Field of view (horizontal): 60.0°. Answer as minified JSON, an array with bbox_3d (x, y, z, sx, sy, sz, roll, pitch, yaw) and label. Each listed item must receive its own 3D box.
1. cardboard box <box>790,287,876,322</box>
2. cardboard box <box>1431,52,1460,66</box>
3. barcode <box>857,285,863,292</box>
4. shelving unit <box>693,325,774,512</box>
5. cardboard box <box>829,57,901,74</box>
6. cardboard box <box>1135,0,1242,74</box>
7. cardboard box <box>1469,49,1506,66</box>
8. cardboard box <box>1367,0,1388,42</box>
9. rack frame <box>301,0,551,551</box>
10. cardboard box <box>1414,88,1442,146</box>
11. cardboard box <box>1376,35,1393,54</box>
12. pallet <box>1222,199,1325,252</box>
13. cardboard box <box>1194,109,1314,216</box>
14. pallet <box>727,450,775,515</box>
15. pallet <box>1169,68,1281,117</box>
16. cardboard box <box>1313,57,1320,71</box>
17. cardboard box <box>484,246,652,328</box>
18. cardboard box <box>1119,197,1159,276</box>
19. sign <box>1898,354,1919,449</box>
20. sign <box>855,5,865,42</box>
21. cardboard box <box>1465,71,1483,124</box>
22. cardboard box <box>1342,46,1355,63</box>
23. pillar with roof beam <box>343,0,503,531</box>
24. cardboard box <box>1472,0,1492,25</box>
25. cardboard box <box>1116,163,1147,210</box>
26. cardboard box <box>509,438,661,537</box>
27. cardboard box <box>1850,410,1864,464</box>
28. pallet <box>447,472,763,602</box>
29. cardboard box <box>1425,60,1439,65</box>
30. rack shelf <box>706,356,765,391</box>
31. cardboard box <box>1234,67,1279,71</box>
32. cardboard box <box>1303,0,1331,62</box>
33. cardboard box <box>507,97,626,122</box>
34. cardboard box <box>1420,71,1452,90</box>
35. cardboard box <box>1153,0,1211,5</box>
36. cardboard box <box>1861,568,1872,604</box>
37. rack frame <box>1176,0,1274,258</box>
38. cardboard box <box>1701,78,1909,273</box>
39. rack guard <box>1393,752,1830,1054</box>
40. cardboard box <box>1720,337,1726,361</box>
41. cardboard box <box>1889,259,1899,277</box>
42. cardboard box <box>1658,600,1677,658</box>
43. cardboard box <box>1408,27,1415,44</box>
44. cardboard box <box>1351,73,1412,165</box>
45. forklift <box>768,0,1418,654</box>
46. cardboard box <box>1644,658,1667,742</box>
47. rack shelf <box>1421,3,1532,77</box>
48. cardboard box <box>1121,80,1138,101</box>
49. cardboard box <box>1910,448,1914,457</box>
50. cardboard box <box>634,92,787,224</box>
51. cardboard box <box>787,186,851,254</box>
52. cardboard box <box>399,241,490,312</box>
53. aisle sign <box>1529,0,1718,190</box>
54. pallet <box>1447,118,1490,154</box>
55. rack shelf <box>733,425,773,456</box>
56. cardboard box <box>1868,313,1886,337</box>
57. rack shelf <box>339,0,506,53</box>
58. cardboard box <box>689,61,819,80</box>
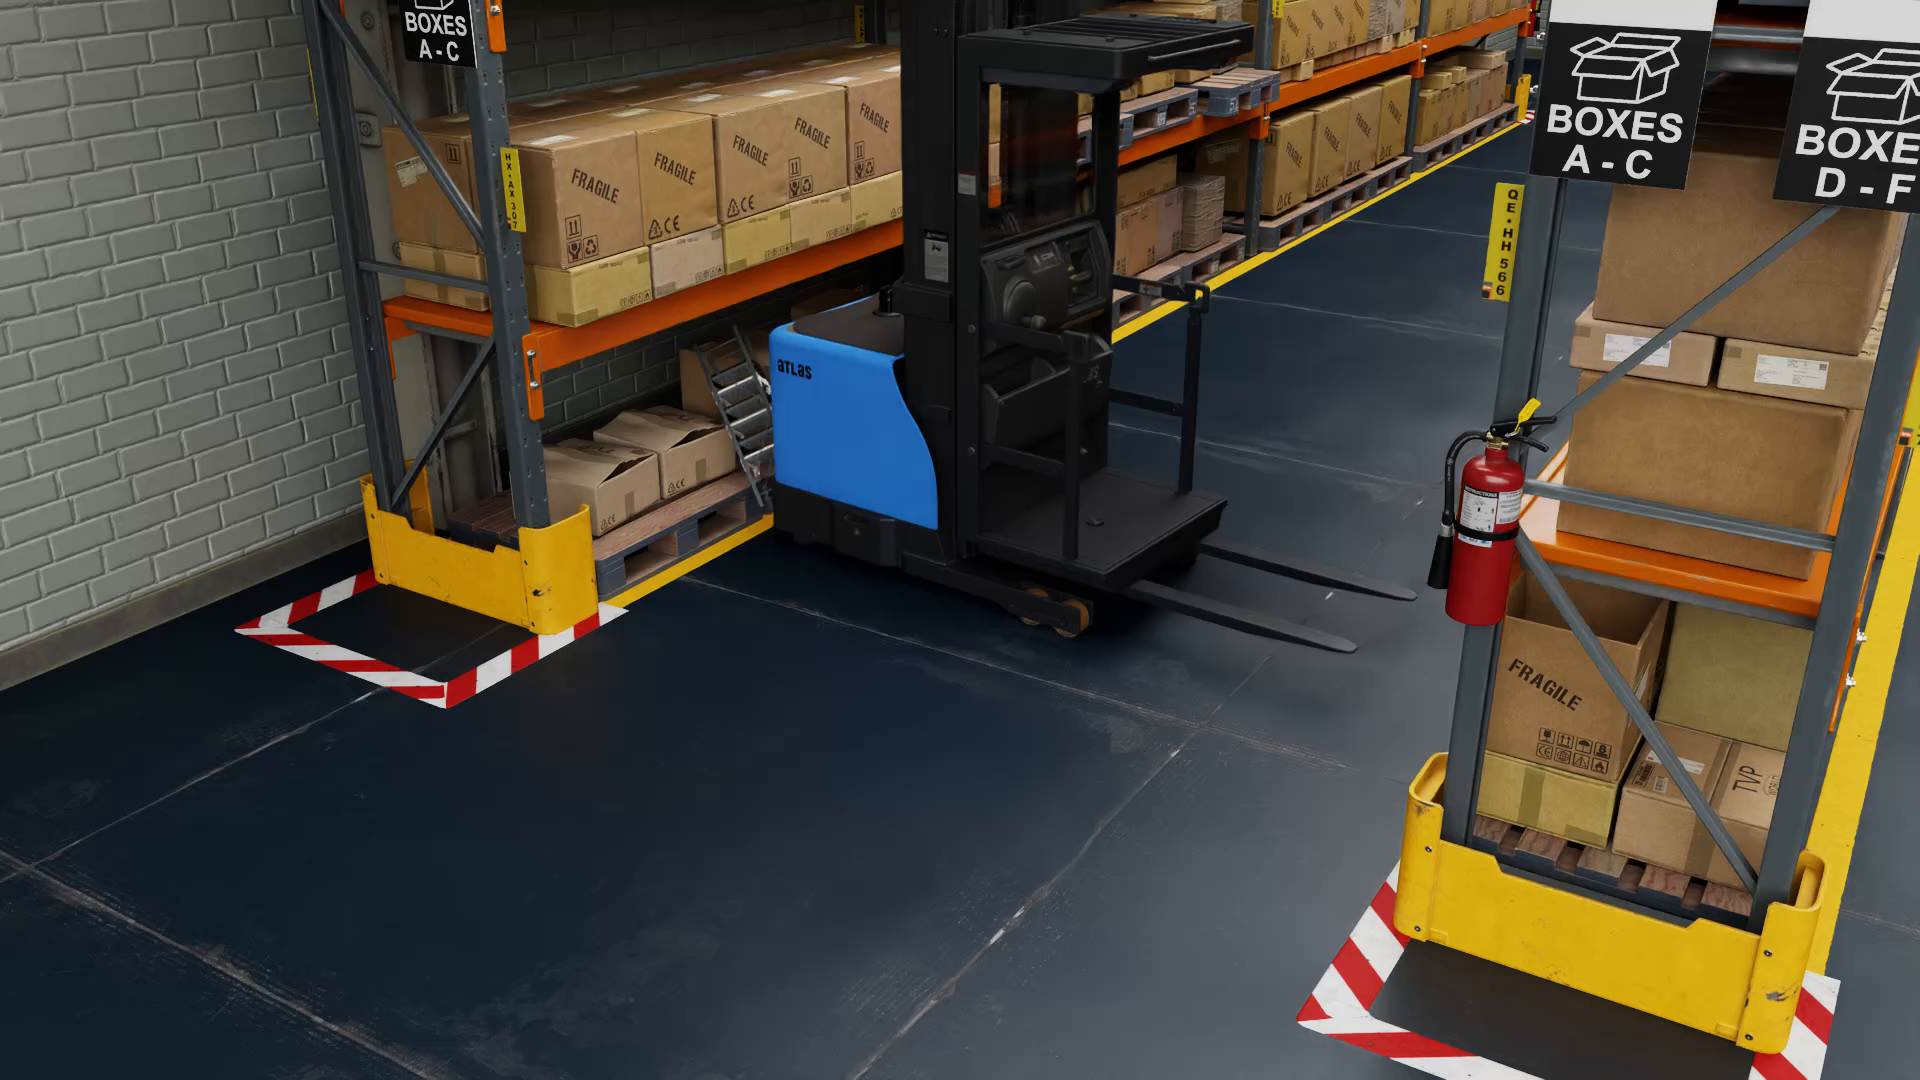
[{"bbox_3d":[-0.638,-1.150,9.724,0.500,0.500,0.500,12,26,25],"label":"cardboard box"},{"bbox_3d":[5.418,-5.419,18.793,0.380,0.149,0.250,14,27,29],"label":"cardboard box"},{"bbox_3d":[-0.614,-1.524,10.184,0.001,0.075,0.075,14,27,29],"label":"barcode"},{"bbox_3d":[-1.041,-0.609,8.382,0.258,0.900,0.210,-24,-7,5],"label":"shelving unit"},{"bbox_3d":[-0.370,-2.344,9.110,0.500,0.500,0.500,14,27,29],"label":"cardboard box"},{"bbox_3d":[1.746,-3.891,12.783,0.700,0.500,0.500,11,26,23],"label":"cardboard box"},{"bbox_3d":[6.008,-5.509,19.001,0.380,0.149,0.250,14,27,28],"label":"cardboard box"},{"bbox_3d":[3.533,-4.795,15.025,0.500,0.500,0.500,14,27,29],"label":"cardboard box"},{"bbox_3d":[-2.235,-1.104,7.024,1.000,3.000,0.127,14,27,29],"label":"rack frame"},{"bbox_3d":[4.577,-4.431,17.327,0.700,0.500,0.500,14,27,30],"label":"cardboard box"},{"bbox_3d":[3.780,-4.605,15.403,0.380,0.149,0.250,14,27,29],"label":"cardboard box"},{"bbox_3d":[2.465,-2.775,14.394,1.003,0.211,1.213,14,27,29],"label":"pallet"},{"bbox_3d":[2.484,-3.231,14.115,0.750,0.750,0.750,13,27,28],"label":"cardboard box"},{"bbox_3d":[-1.092,-0.527,9.201,1.003,0.211,1.213,14,27,29],"label":"pallet"},{"bbox_3d":[1.700,-3.453,12.693,1.213,0.211,1.003,14,27,29],"label":"pallet"},{"bbox_3d":[2.865,-4.116,14.273,0.380,0.149,0.250,15,27,30],"label":"cardboard box"},{"bbox_3d":[-1.708,-1.142,7.277,0.500,0.250,0.500,13,27,27],"label":"cardboard box"},{"bbox_3d":[1.041,-2.282,12.338,0.700,0.500,0.500,14,27,29],"label":"cardboard box"},{"bbox_3d":[2.444,-0.382,4.168,0.100,0.325,0.005,14,27,29],"label":"sign"},{"bbox_3d":[-0.598,-3.100,10.179,0.100,0.325,0.005,14,27,29],"label":"sign"},{"bbox_3d":[5.392,-4.954,18.535,0.700,0.500,0.500,13,27,27],"label":"cardboard box"},{"bbox_3d":[3.300,-4.368,14.855,0.380,0.149,0.250,15,27,31],"label":"cardboard box"},{"bbox_3d":[1.057,-3.372,4.713,9.100,9.000,0.400,14,27,29],"label":"pillar with roof beam"},{"bbox_3d":[5.160,-5.964,17.874,0.980,0.700,0.700,12,26,26],"label":"cardboard box"},{"bbox_3d":[1.029,-2.595,12.118,0.500,0.250,0.500,14,27,29],"label":"cardboard box"},{"bbox_3d":[-1.793,-0.287,7.967,0.500,0.311,0.500,11,26,23],"label":"cardboard box"},{"bbox_3d":[2.772,-0.613,5.763,0.700,0.500,0.500,14,27,29],"label":"cardboard box"},{"bbox_3d":[-1.736,-0.117,8.254,1.003,0.211,1.213,14,27,29],"label":"pallet"},{"bbox_3d":[5.016,-5.161,18.197,0.380,0.149,0.250,13,27,28],"label":"cardboard box"},{"bbox_3d":[-1.134,-0.825,8.412,0.258,0.077,0.200,-24,-7,5],"label":"rack shelf"},{"bbox_3d":[2.355,-3.761,13.452,0.380,0.149,0.250,13,27,28],"label":"cardboard box"},{"bbox_3d":[2.743,-4.281,13.837,0.500,0.500,0.500,15,28,31],"label":"cardboard box"},{"bbox_3d":[-1.893,-1.760,7.759,0.500,0.500,0.500,14,27,30],"label":"cardboard box"},{"bbox_3d":[4.912,-4.806,17.377,0.380,0.149,0.250,15,28,31],"label":"cardboard box"},{"bbox_3d":[1.671,-4.115,12.484,0.380,0.149,0.250,9,25,20],"label":"cardboard box"},{"bbox_3d":[3.503,0.193,6.961,0.500,0.250,0.500,14,27,29],"label":"cardboard box"},{"bbox_3d":[1.985,-3.804,13.262,1.000,3.000,0.127,14,27,29],"label":"rack frame"},{"bbox_3d":[2.799,-1.230,5.557,0.700,0.500,0.500,14,27,29],"label":"cardboard box"},{"bbox_3d":[1.963,1.088,5.107,1.175,0.500,0.348,14,27,29],"label":"rack guard"},{"bbox_3d":[2.152,-0.668,5.076,0.380,0.149,0.250,15,27,30],"label":"cardboard box"},{"bbox_3d":[2.909,-0.847,5.488,0.380,0.149,0.250,13,27,27],"label":"cardboard box"},{"bbox_3d":[2.521,0.074,6.292,0.500,0.500,0.500,14,27,29],"label":"cardboard box"},{"bbox_3d":[4.157,-4.875,16.025,0.380,0.149,0.250,14,27,29],"label":"cardboard box"},{"bbox_3d":[3.863,-4.114,16.154,0.750,0.750,0.750,14,27,30],"label":"cardboard box"},{"bbox_3d":[0.559,-1.158,7.235,3.031,2.935,1.130,17,28,33],"label":"forklift"},{"bbox_3d":[2.261,0.588,6.049,0.500,0.250,0.500,14,27,29],"label":"cardboard box"},{"bbox_3d":[5.150,-5.499,18.082,1.077,0.370,4.000,14,27,29],"label":"rack shelf"},{"bbox_3d":[0.794,-3.282,11.377,0.700,0.500,0.500,18,29,36],"label":"cardboard box"},{"bbox_3d":[4.780,-0.605,8.803,0.500,0.250,0.500,15,27,30],"label":"cardboard box"},{"bbox_3d":[-1.181,-1.824,7.908,0.500,0.500,0.500,13,27,27],"label":"cardboard box"},{"bbox_3d":[-0.904,-1.662,8.476,0.500,0.250,0.500,14,27,29],"label":"cardboard box"},{"bbox_3d":[-2.153,-1.243,7.509,0.500,0.250,0.500,14,27,30],"label":"cardboard box"},{"bbox_3d":[1.691,-1.300,4.204,0.394,0.787,0.004,14,27,29],"label":"aisle sign"},{"bbox_3d":[5.205,-4.528,18.444,1.003,0.211,1.213,14,27,29],"label":"pallet"},{"bbox_3d":[-0.993,-0.497,8.366,0.258,0.077,0.200,-24,-7,5],"label":"rack shelf"},{"bbox_3d":[2.502,-0.588,4.890,0.380,0.149,0.250,13,27,28],"label":"cardboard box"},{"bbox_3d":[-1.180,-2.825,8.131,1.077,0.370,4.000,14,27,29],"label":"rack shelf"},{"bbox_3d":[-1.094,-2.283,8.967,0.500,0.500,0.500,15,27,30],"label":"cardboard box"}]
